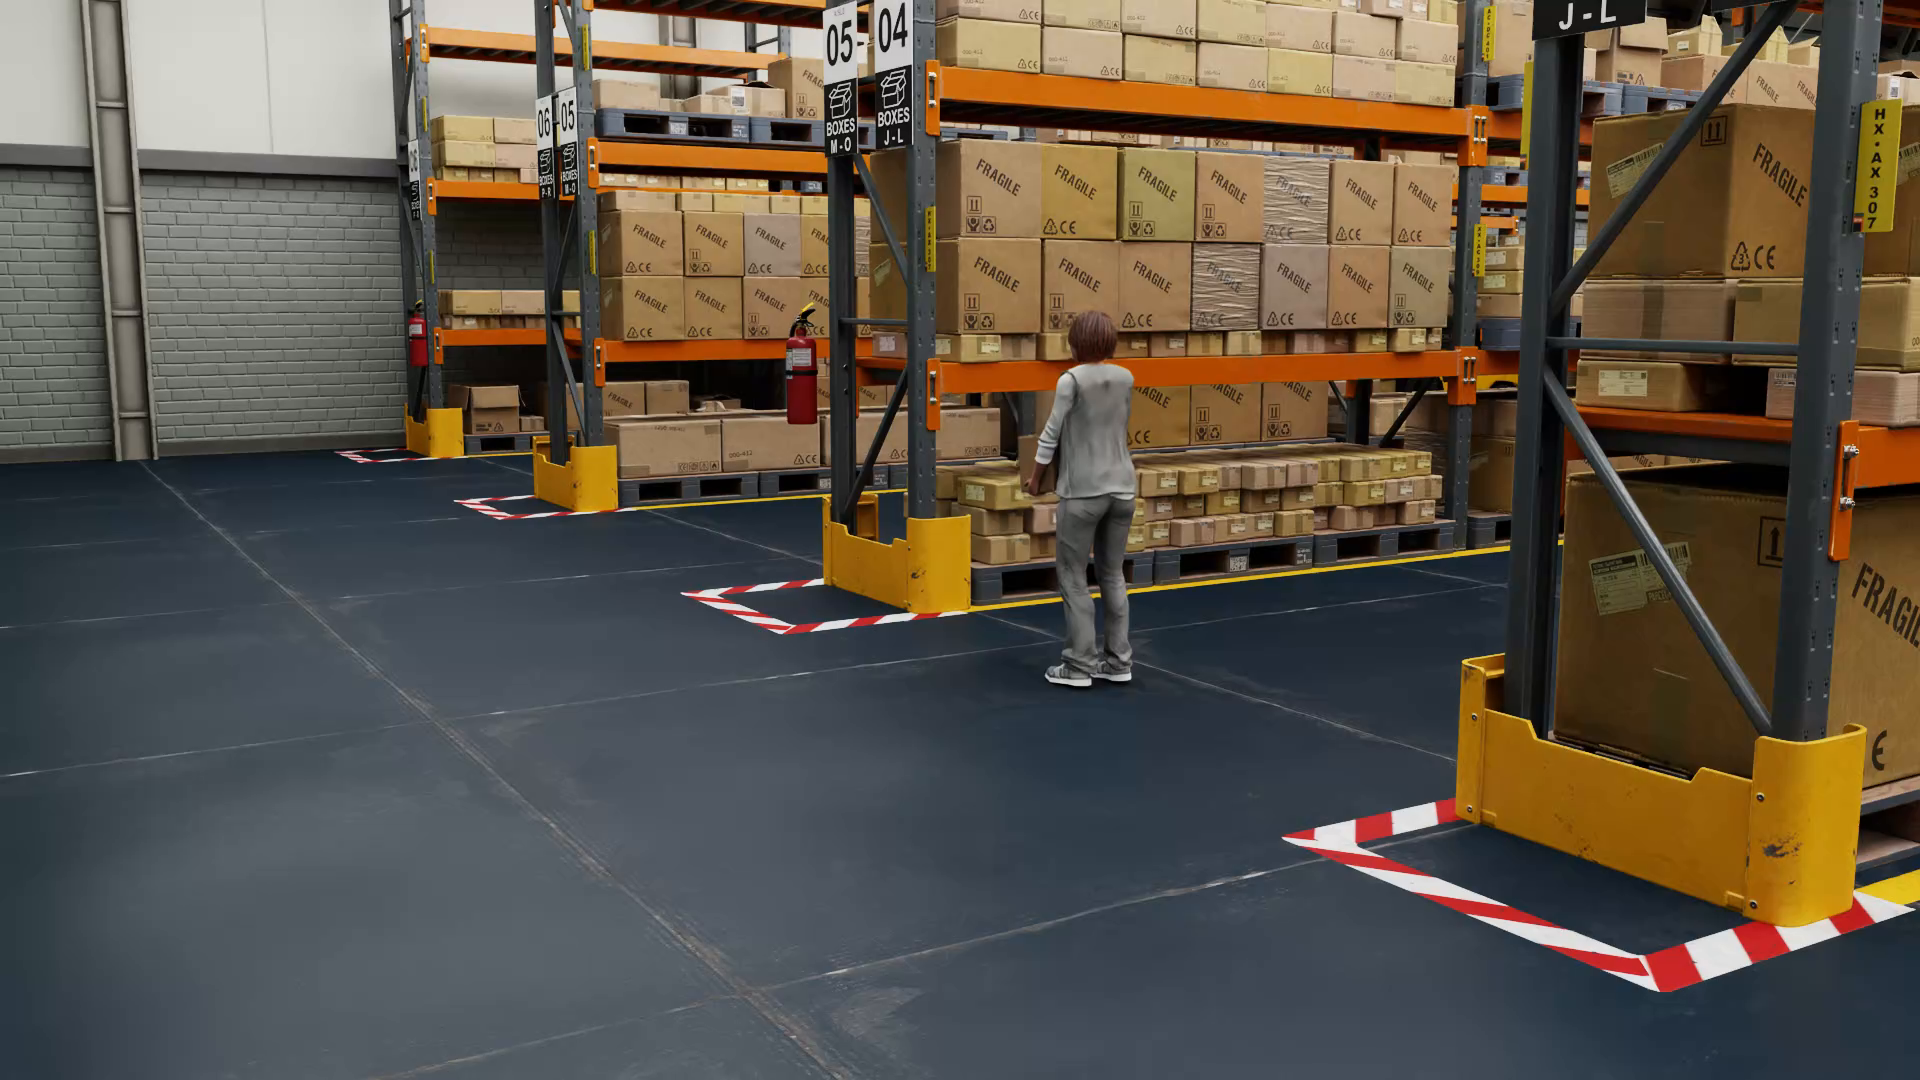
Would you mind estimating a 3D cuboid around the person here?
[{"bbox_3d":[0.522,-0.181,7.116,0.375,1.599,0.505,-5,10,-32],"label":"person"}]
